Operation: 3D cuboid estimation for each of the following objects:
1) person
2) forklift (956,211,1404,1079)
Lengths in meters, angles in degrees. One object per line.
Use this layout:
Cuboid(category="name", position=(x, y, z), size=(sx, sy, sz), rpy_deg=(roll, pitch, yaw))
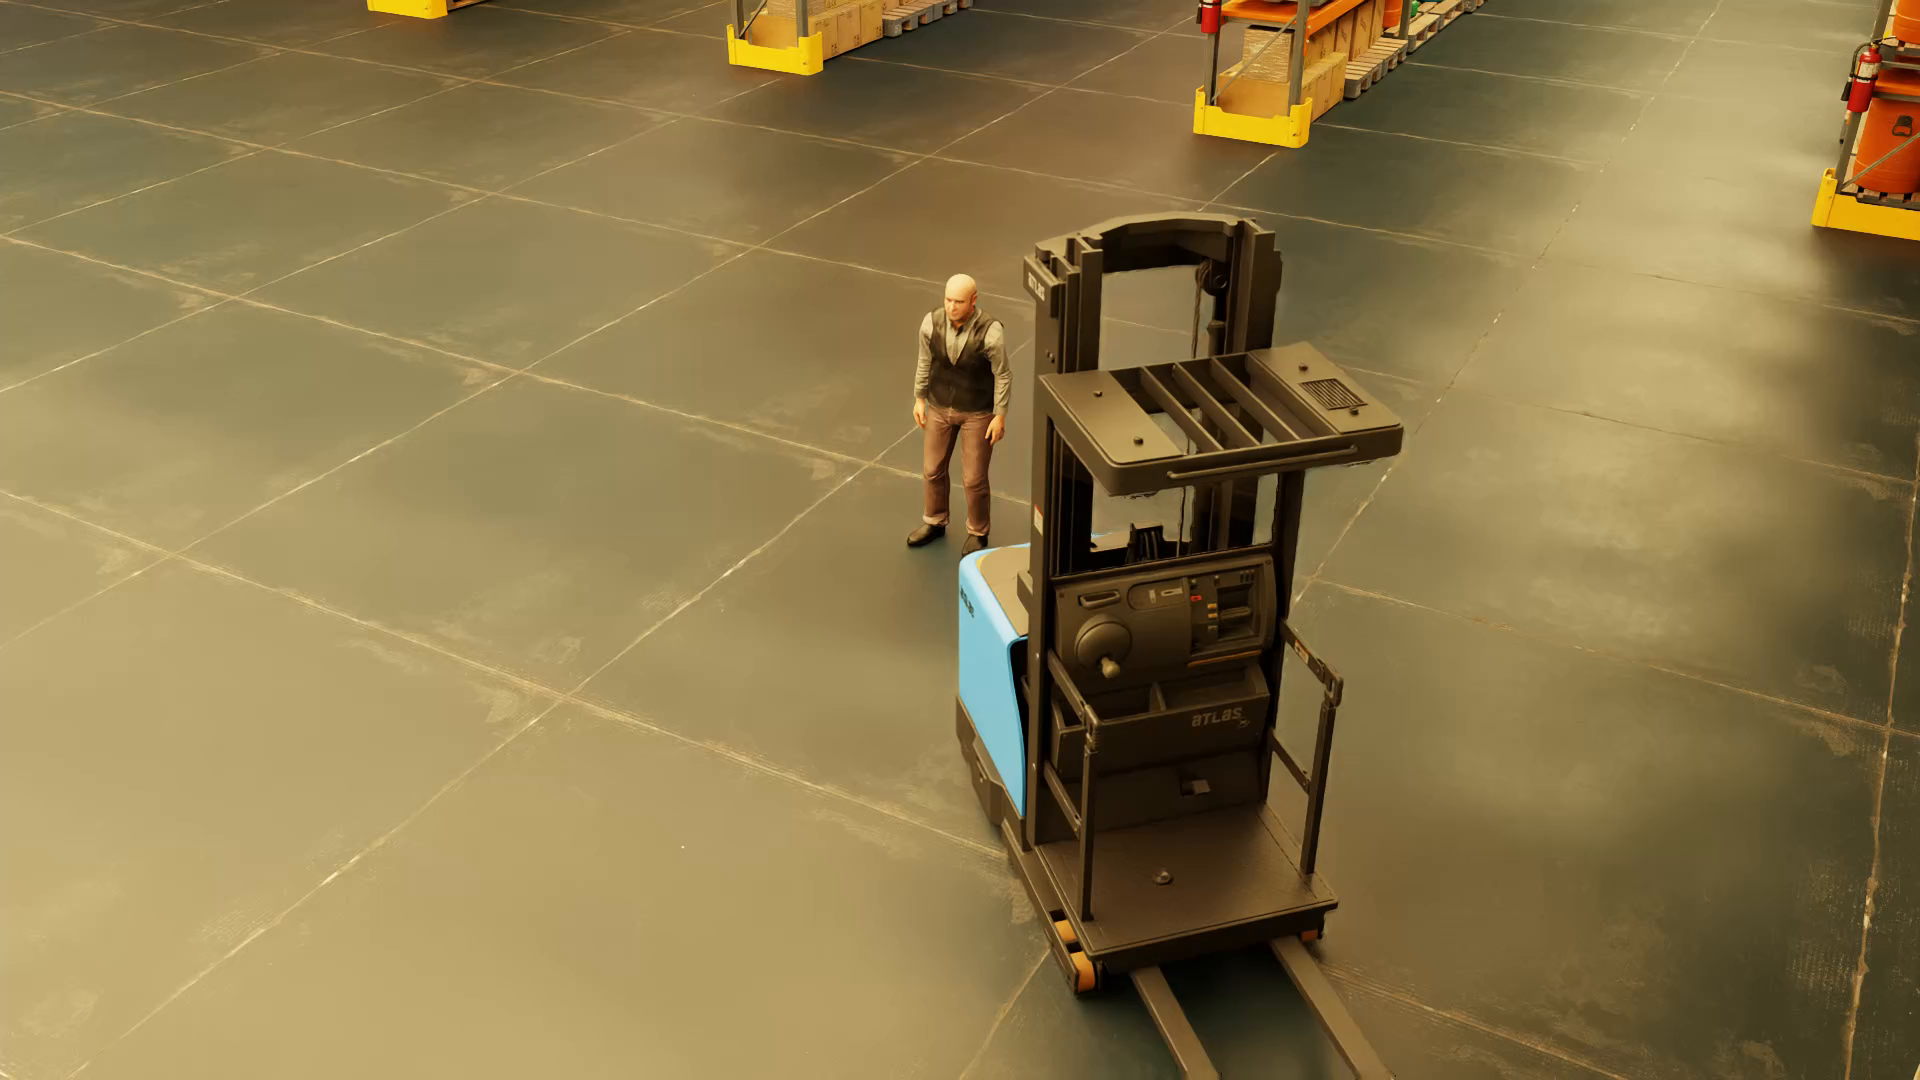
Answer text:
Cuboid(category="person", position=(0.011, -0.738, 9.562), size=(0.589, 1.720, 0.424), rpy_deg=(13, 33, 22))
Cuboid(category="forklift", position=(0.890, 0.357, 6.453), size=(1.130, 2.935, 3.031), rpy_deg=(-8, 31, -14))
